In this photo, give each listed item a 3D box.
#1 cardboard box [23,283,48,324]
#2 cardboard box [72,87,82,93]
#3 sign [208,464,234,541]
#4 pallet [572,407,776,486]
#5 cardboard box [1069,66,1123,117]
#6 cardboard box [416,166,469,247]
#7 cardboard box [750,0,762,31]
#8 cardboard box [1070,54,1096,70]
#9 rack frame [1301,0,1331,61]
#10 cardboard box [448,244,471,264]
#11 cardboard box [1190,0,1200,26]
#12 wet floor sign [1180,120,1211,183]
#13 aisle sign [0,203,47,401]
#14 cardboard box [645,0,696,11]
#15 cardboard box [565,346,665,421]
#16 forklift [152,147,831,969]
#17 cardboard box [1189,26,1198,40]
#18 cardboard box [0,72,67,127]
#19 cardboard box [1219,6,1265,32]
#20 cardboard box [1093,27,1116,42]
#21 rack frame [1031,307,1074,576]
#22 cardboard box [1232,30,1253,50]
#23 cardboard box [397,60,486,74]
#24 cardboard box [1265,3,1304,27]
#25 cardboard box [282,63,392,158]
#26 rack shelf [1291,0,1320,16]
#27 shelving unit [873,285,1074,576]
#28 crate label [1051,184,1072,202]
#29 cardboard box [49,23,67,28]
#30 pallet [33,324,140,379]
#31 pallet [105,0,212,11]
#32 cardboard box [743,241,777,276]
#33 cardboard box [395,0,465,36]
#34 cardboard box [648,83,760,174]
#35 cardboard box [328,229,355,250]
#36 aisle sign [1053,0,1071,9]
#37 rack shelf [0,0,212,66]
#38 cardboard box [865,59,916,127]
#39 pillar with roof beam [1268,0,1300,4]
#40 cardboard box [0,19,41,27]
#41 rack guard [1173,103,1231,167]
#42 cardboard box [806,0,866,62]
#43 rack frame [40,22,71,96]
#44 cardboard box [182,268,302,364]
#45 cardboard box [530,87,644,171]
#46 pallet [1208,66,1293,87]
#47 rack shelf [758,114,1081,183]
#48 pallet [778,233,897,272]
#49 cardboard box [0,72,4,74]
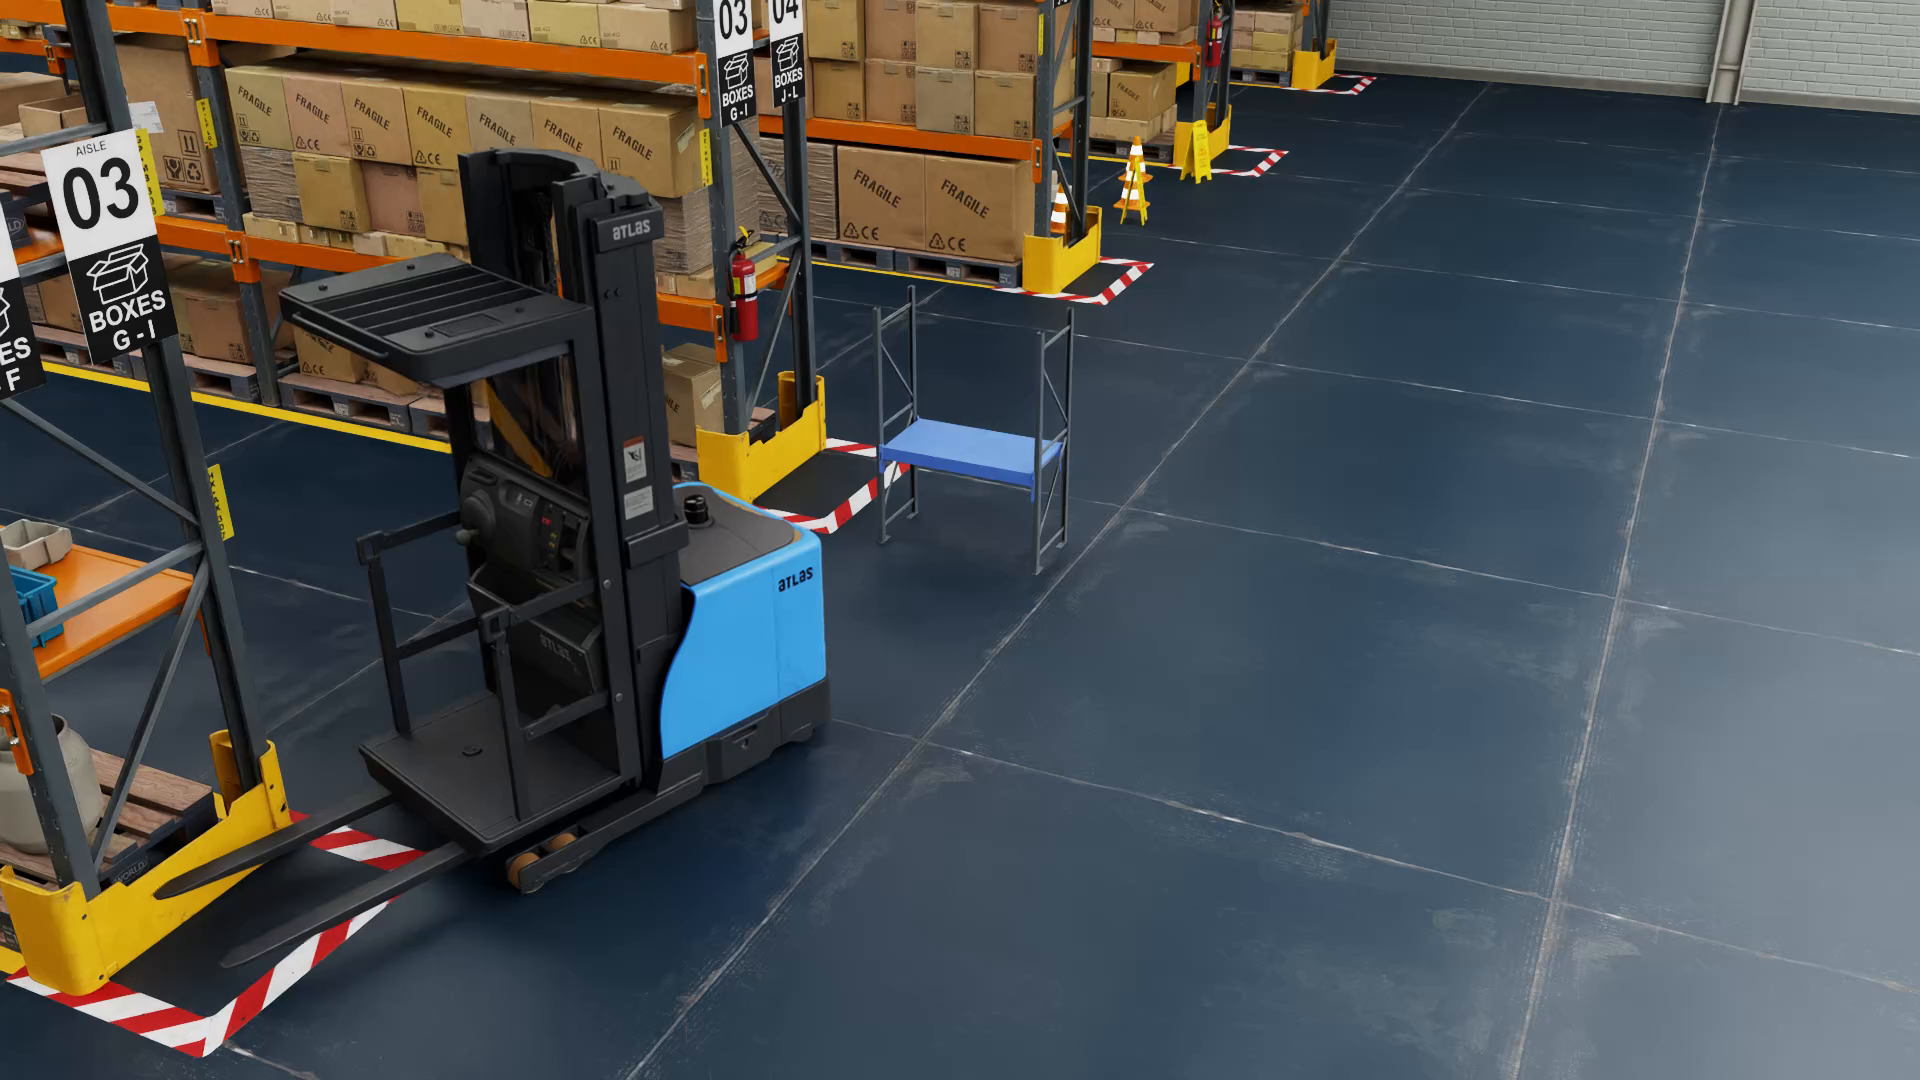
[{"bbox_3d":[-7.391,-2.121,13.494,0.500,0.500,0.700,9,28,18],"label":"cardboard box"},{"bbox_3d":[-10.244,-5.285,19.668,0.250,0.149,0.380,13,29,24],"label":"cardboard box"},{"bbox_3d":[-3.056,-0.146,6.837,0.005,0.325,0.100,11,28,22],"label":"sign"},{"bbox_3d":[-2.031,-0.719,11.470,1.213,0.211,1.003,11,28,22],"label":"pallet"},{"bbox_3d":[1.551,-5.205,19.214,0.500,0.500,0.500,12,29,24],"label":"cardboard box"},{"bbox_3d":[-3.119,-2.331,11.138,0.500,0.500,0.875,11,28,22],"label":"cardboard box"},{"bbox_3d":[-1.569,-3.263,10.256,0.500,0.250,0.500,12,29,23],"label":"cardboard box"},{"bbox_3d":[1.438,-5.489,19.057,0.250,0.149,0.380,12,29,23],"label":"cardboard box"},{"bbox_3d":[4.916,-7.774,22.644,0.127,3.000,1.000,11,28,22],"label":"rack frame"},{"bbox_3d":[-3.190,-1.955,11.109,0.250,0.149,0.380,11,28,22],"label":"cardboard box"},{"bbox_3d":[2.548,-6.154,18.904,0.500,0.500,0.500,11,28,21],"label":"cardboard box"},{"bbox_3d":[2.595,-4.256,18.165,0.232,0.644,0.267,23,35,39],"label":"wet floor sign"},{"bbox_3d":[-3.345,-0.835,5.607,0.004,0.787,0.394,11,28,22],"label":"aisle sign"},{"bbox_3d":[-1.619,-3.176,9.626,0.250,0.149,0.380,11,28,22],"label":"cardboard box"},{"bbox_3d":[-2.357,-1.076,11.395,0.500,0.500,0.500,20,33,35],"label":"cardboard box"},{"bbox_3d":[-2.024,-0.051,7.036,1.130,2.935,3.031,23,34,38],"label":"forklift"},{"bbox_3d":[2.641,-5.810,18.940,0.250,0.149,0.380,11,28,22],"label":"cardboard box"},{"bbox_3d":[-7.462,-3.344,13.058,0.500,0.500,0.700,16,30,29],"label":"cardboard box"},{"bbox_3d":[3.901,-7.227,23.039,0.500,0.250,0.500,12,29,23],"label":"cardboard box"},{"bbox_3d":[1.688,-5.739,18.796,0.250,0.149,0.380,12,29,23],"label":"cardboard box"},{"bbox_3d":[0.540,-0.564,9.698,0.032,1.500,0.500,11,28,22],"label":"rack frame"},{"bbox_3d":[3.892,-7.013,23.169,0.500,0.250,0.500,11,28,21],"label":"cardboard box"},{"bbox_3d":[-3.445,-2.997,11.359,0.500,0.500,0.500,11,28,22],"label":"cardboard box"},{"bbox_3d":[4.557,-7.342,23.271,0.500,0.250,0.500,11,28,21],"label":"cardboard box"},{"bbox_3d":[-4.118,-2.876,11.113,0.500,0.500,0.500,11,28,22],"label":"cardboard box"},{"bbox_3d":[3.096,-7.817,23.546,4.000,0.370,1.077,11,28,22],"label":"rack shelf"},{"bbox_3d":[0.078,-0.657,9.887,1.048,1.500,0.538,11,28,22],"label":"shelving unit"},{"bbox_3d":[1.048,-3.664,17.536,0.298,0.136,0.250,-2,26,-5],"label":"crate label"},{"bbox_3d":[-9.848,-5.782,18.406,0.250,0.149,0.380,10,28,19],"label":"cardboard box"},{"bbox_3d":[-6.702,-1.637,13.337,1.213,0.211,1.003,11,28,22],"label":"pallet"},{"bbox_3d":[-5.396,-3.941,11.676,1.003,0.211,1.213,11,28,22],"label":"pallet"},{"bbox_3d":[-1.398,-1.828,10.852,0.250,0.149,0.380,11,28,22],"label":"cardboard box"},{"bbox_3d":[-3.160,-3.334,10.401,0.500,0.250,0.500,11,28,21],"label":"cardboard box"},{"bbox_3d":[-1.625,-2.630,10.614,0.500,0.500,0.500,11,28,22],"label":"cardboard box"},{"bbox_3d":[-4.115,-2.124,11.452,0.250,0.149,0.380,11,28,22],"label":"cardboard box"},{"bbox_3d":[0.848,-4.802,13.663,0.004,0.787,0.394,11,28,22],"label":"aisle sign"},{"bbox_3d":[-6.699,-3.913,12.220,4.000,0.370,1.077,11,28,22],"label":"rack shelf"},{"bbox_3d":[-0.416,-4.130,15.074,0.550,0.550,0.875,11,28,22],"label":"cardboard box"},{"bbox_3d":[2.873,-9.224,18.798,0.400,9.000,9.100,11,28,22],"label":"pillar with roof beam"},{"bbox_3d":[-10.573,-6.116,18.826,0.500,0.500,0.500,11,28,22],"label":"cardboard box"},{"bbox_3d":[2.796,-4.670,19.169,0.348,0.500,1.175,11,28,22],"label":"rack guard"},{"bbox_3d":[-0.943,-4.669,14.945,0.500,0.550,0.875,11,28,22],"label":"cardboard box"},{"bbox_3d":[-10.016,-5.963,18.965,0.127,3.000,1.000,11,28,22],"label":"rack frame"},{"bbox_3d":[-5.429,-1.721,12.682,0.500,0.500,0.700,9,28,18],"label":"cardboard box"},{"bbox_3d":[-2.298,-2.510,10.370,0.500,0.500,0.500,11,28,22],"label":"cardboard box"},{"bbox_3d":[4.203,-6.646,23.510,1.213,0.211,1.003,11,28,22],"label":"pallet"},{"bbox_3d":[-0.913,-3.812,15.411,4.000,0.370,1.077,11,28,22],"label":"rack shelf"},{"bbox_3d":[-0.959,-2.856,15.812,1.213,0.211,1.003,11,28,22],"label":"pallet"},{"bbox_3d":[-11.906,-5.618,20.343,0.250,0.149,0.380,10,28,20],"label":"cardboard box"}]
